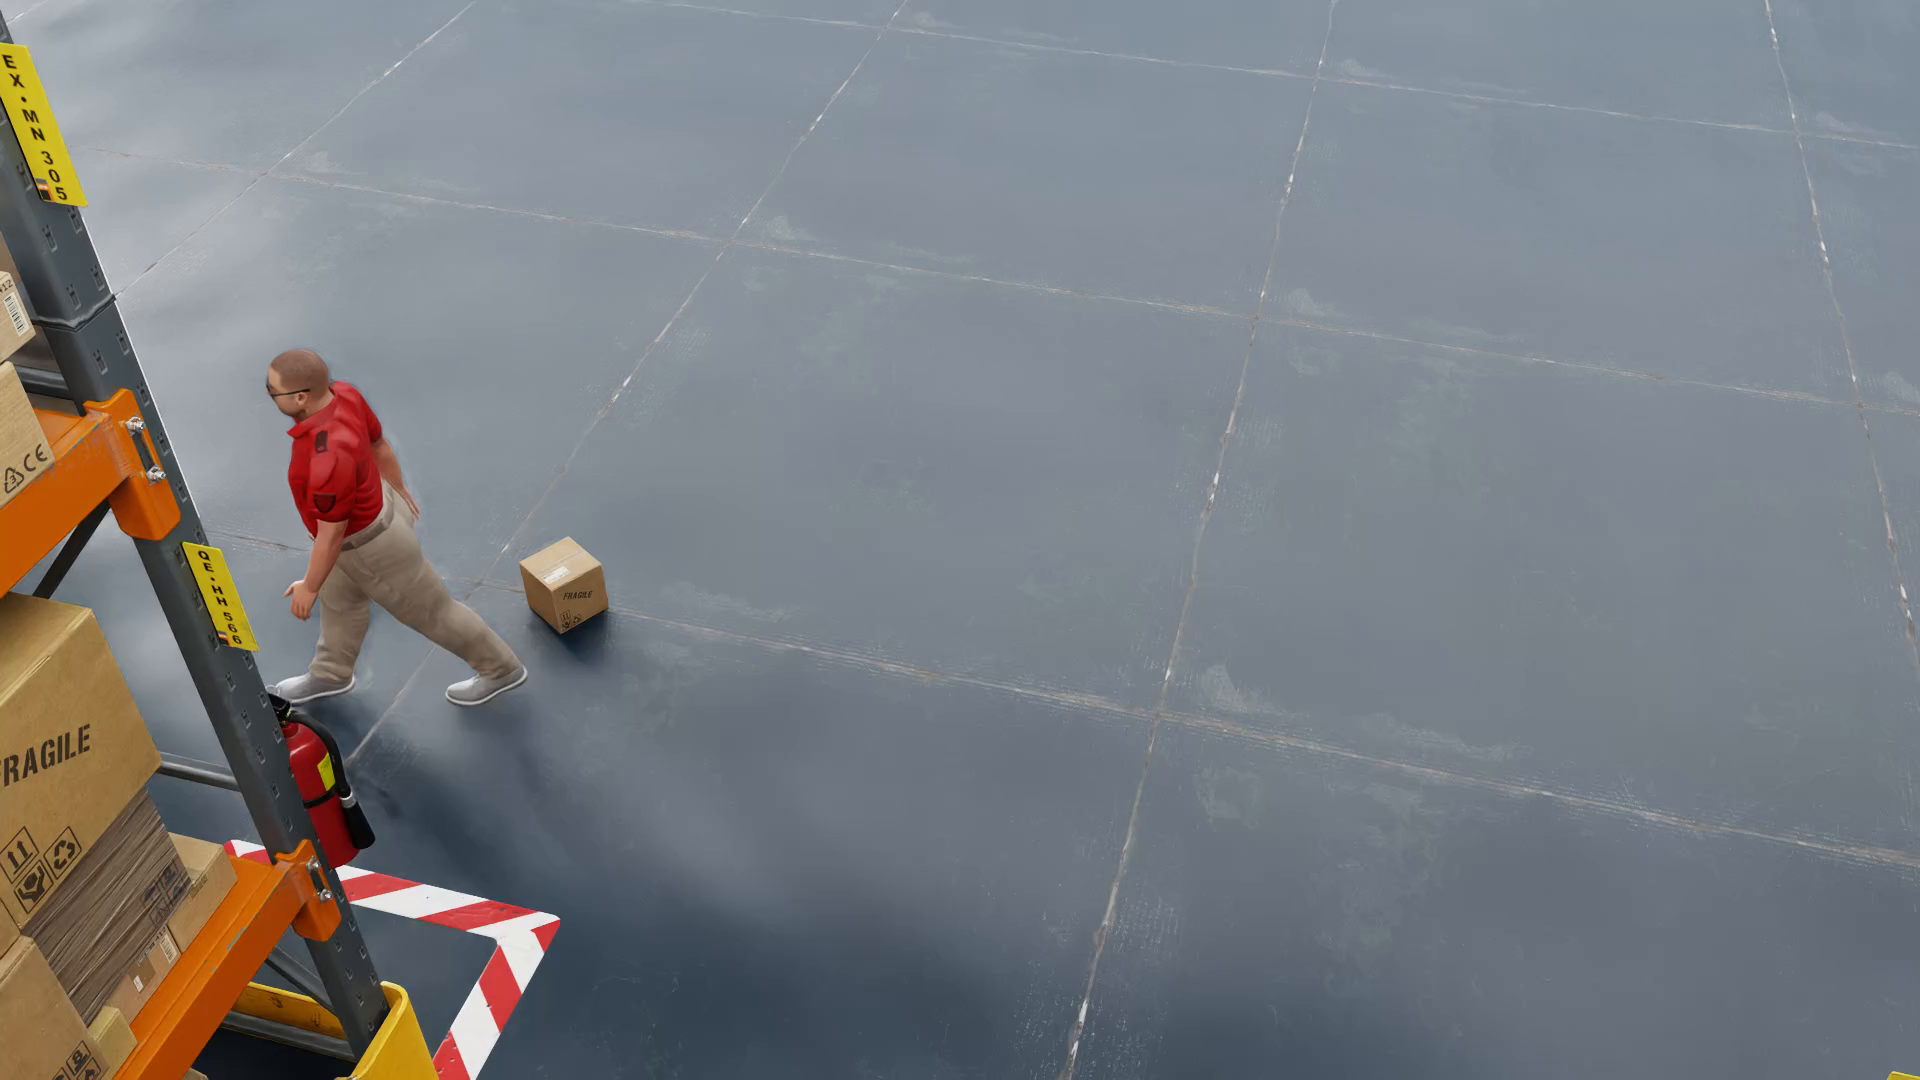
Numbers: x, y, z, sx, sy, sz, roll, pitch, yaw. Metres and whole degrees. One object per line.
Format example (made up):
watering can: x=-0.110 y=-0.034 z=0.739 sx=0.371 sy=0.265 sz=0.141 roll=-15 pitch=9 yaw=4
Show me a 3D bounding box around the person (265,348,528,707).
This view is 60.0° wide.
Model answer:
person: x=-2.247 y=0.004 z=6.168 sx=0.991 sy=1.694 sz=0.575 roll=-12 pitch=42 yaw=-14
